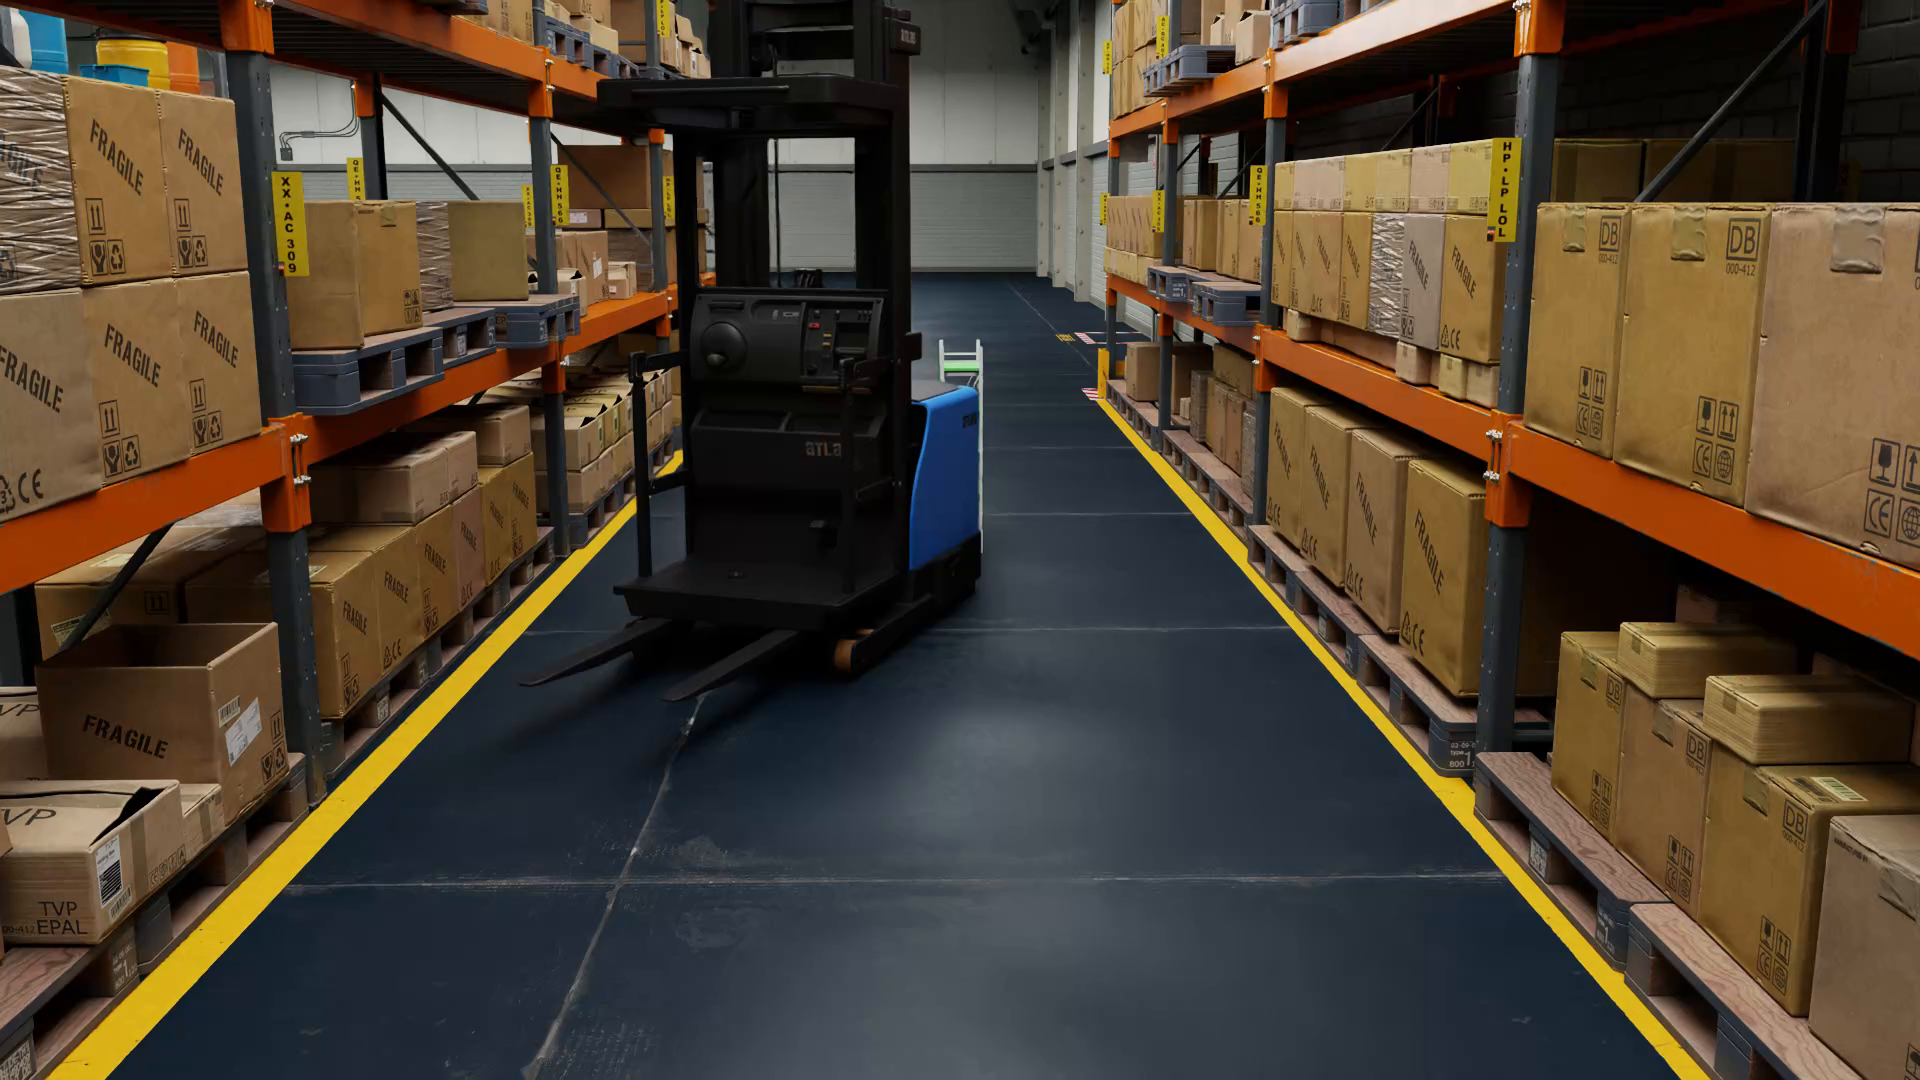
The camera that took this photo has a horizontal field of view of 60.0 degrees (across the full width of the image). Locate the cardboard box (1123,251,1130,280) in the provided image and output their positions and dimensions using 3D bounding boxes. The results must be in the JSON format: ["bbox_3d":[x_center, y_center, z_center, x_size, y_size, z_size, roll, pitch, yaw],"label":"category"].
[{"bbox_3d":[1.767,-2.512,15.225,0.500,0.250,0.500,0,11,-1],"label":"cardboard box"}]

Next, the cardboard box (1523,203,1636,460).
[{"bbox_3d":[2.279,-0.633,4.881,0.980,0.700,0.700,0,11,0],"label":"cardboard box"}]

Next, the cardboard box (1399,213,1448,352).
[{"bbox_3d":[2.002,-0.991,6.348,0.500,0.500,0.500,0,11,-1],"label":"cardboard box"}]

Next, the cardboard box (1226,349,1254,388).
[{"bbox_3d":[2.178,-1.205,11.749,0.500,0.250,0.500,-1,11,-3],"label":"cardboard box"}]

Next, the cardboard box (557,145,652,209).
[{"bbox_3d":[-2.849,-2.936,13.473,0.700,0.500,0.500,0,11,-1],"label":"cardboard box"}]

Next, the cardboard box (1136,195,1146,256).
[{"bbox_3d":[1.784,-2.680,14.165,0.500,0.500,0.500,0,11,-1],"label":"cardboard box"}]

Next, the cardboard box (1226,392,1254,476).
[{"bbox_3d":[2.201,-0.724,11.264,0.700,0.500,0.500,0,11,-1],"label":"cardboard box"}]

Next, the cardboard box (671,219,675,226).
[{"bbox_3d":[-2.668,-2.787,14.371,0.380,0.149,0.250,-1,11,-3],"label":"cardboard box"}]

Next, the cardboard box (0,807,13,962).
[{"bbox_3d":[-2.625,0.808,3.702,0.797,0.503,0.637,0,11,-1],"label":"cardboard box"}]

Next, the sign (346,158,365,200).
[{"bbox_3d":[-3.306,-1.932,9.128,0.100,0.325,0.005,0,11,-1],"label":"sign"}]

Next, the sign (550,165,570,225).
[{"bbox_3d":[-2.209,-1.901,9.171,0.100,0.325,0.005,0,11,-1],"label":"sign"}]

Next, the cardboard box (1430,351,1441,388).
[{"bbox_3d":[2.005,-0.648,6.292,0.380,0.149,0.250,0,11,1],"label":"cardboard box"}]

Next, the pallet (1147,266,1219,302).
[{"bbox_3d":[1.989,-1.938,12.548,1.003,0.211,1.213,0,11,-1],"label":"pallet"}]

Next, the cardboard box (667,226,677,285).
[{"bbox_3d":[-2.873,-2.505,14.610,0.700,0.500,0.500,0,11,0],"label":"cardboard box"}]

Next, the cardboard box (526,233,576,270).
[{"bbox_3d":[-2.802,-1.750,10.891,0.500,0.500,0.500,-1,11,-4],"label":"cardboard box"}]

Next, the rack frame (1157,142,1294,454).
[{"bbox_3d":[2.119,-2.184,13.281,1.000,3.000,0.127,0,11,-1],"label":"rack frame"}]

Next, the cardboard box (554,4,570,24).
[{"bbox_3d":[-2.856,-3.385,10.977,0.500,0.250,0.500,-1,12,-6],"label":"cardboard box"}]

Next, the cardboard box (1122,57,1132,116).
[{"bbox_3d":[1.783,-4.231,15.522,0.500,0.500,0.500,0,11,1],"label":"cardboard box"}]

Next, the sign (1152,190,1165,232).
[{"bbox_3d":[1.576,-2.605,13.176,0.100,0.325,0.005,0,11,-1],"label":"sign"}]

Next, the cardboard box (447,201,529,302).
[{"bbox_3d":[-2.625,-1.498,8.591,0.700,0.500,0.500,-4,12,-20],"label":"cardboard box"}]

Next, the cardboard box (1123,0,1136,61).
[{"bbox_3d":[1.783,-4.719,15.414,0.500,0.500,0.500,0,11,0],"label":"cardboard box"}]

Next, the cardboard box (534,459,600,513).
[{"bbox_3d":[-2.468,-0.332,10.008,0.500,0.250,0.500,0,11,-1],"label":"cardboard box"}]

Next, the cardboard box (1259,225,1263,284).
[{"bbox_3d":[2.182,-1.747,9.768,0.700,0.500,0.500,-2,12,-8],"label":"cardboard box"}]

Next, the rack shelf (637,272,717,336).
[{"bbox_3d":[-2.875,-2.208,15.208,1.077,0.370,4.000,0,11,-1],"label":"rack shelf"}]

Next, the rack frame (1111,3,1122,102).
[{"bbox_3d":[2.036,-5.919,16.604,1.000,3.000,0.127,0,11,-1],"label":"rack frame"}]

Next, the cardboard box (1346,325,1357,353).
[{"bbox_3d":[2.031,-0.954,7.797,0.380,0.149,0.250,0,11,0],"label":"cardboard box"}]

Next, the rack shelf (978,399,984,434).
[{"bbox_3d":[0.003,-0.728,9.743,0.258,0.148,0.480,0,11,-1],"label":"rack shelf"}]

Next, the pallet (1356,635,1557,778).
[{"bbox_3d":[2.193,0.620,6.474,1.003,0.211,1.213,0,11,-1],"label":"pallet"}]

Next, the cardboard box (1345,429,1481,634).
[{"bbox_3d":[2.119,-0.052,7.119,0.750,0.750,0.750,0,11,1],"label":"cardboard box"}]

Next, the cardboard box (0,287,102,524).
[{"bbox_3d":[-2.377,-0.319,3.835,0.500,0.500,0.500,0,11,0],"label":"cardboard box"}]

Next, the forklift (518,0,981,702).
[{"bbox_3d":[-0.855,-0.938,7.312,1.130,2.935,3.031,4,12,19],"label":"forklift"}]

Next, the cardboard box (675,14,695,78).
[{"bbox_3d":[-2.742,-4.286,14.429,0.797,0.503,0.637,1,12,5],"label":"cardboard box"}]

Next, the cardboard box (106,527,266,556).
[{"bbox_3d":[-2.967,0.241,6.505,0.500,0.500,0.500,0,11,-1],"label":"cardboard box"}]

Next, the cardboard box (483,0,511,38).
[{"bbox_3d":[-2.698,-2.699,8.023,0.910,0.500,0.500,0,11,-1],"label":"cardboard box"}]

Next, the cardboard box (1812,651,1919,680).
[{"bbox_3d":[2.412,0.384,4.221,0.380,0.149,0.250,-1,11,-3],"label":"cardboard box"}]

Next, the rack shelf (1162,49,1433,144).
[{"bbox_3d":[2.160,-2.904,11.095,1.077,0.370,4.000,0,11,-1],"label":"rack shelf"}]

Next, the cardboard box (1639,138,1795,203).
[{"bbox_3d":[2.535,-1.259,5.782,0.500,0.250,0.500,0,11,1],"label":"cardboard box"}]

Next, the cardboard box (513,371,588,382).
[{"bbox_3d":[-3.069,-1.113,12.452,0.500,0.311,0.500,0,11,-2],"label":"cardboard box"}]

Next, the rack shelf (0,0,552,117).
[{"bbox_3d":[-2.710,-2.088,7.071,1.077,0.370,4.000,0,11,-1],"label":"rack shelf"}]

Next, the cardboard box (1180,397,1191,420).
[{"bbox_3d":[2.078,-1.117,14.042,0.380,0.166,0.250,-2,12,-9],"label":"cardboard box"}]

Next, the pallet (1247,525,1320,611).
[{"bbox_3d":[2.142,0.135,8.865,1.003,0.211,1.213,0,11,-1],"label":"pallet"}]

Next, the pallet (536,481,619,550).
[{"bbox_3d":[-2.729,-0.165,10.342,1.003,0.211,1.213,0,11,-1],"label":"pallet"}]

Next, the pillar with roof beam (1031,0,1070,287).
[{"bbox_3d":[-1.885,-10.537,39.364,9.100,9.000,0.548,0,11,-1],"label":"pillar with roof beam"}]

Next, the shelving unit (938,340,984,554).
[{"bbox_3d":[0.003,-0.555,9.778,0.258,1.200,0.503,0,11,-1],"label":"shelving unit"}]

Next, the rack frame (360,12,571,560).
[{"bbox_3d":[-2.751,-1.368,9.258,1.000,3.000,0.127,0,11,-1],"label":"rack frame"}]

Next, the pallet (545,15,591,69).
[{"bbox_3d":[-2.855,-2.880,9.641,1.213,0.211,1.003,0,11,1],"label":"pallet"}]

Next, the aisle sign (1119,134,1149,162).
[{"bbox_3d":[1.735,-4.266,17.006,0.394,0.787,0.004,0,11,-1],"label":"aisle sign"}]

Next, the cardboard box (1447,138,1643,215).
[{"bbox_3d":[2.019,-1.258,5.779,0.500,0.250,0.500,0,11,0],"label":"cardboard box"}]

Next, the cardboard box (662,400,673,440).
[{"bbox_3d":[-2.535,-0.940,13.008,0.500,0.250,0.500,0,11,-2],"label":"cardboard box"}]

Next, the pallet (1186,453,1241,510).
[{"bbox_3d":[2.164,-0.420,11.597,1.003,0.211,1.213,0,11,-1],"label":"pallet"}]

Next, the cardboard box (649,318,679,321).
[{"bbox_3d":[-2.564,-1.780,15.264,0.500,0.500,0.500,0,11,-1],"label":"cardboard box"}]

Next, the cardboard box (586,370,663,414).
[{"bbox_3d":[-2.522,-1.113,12.452,0.500,0.311,0.500,0,11,0],"label":"cardboard box"}]

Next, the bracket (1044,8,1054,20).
[{"bbox_3d":[2.073,-12.235,38.679,0.235,0.232,0.430,0,11,-1],"label":"bracket"}]

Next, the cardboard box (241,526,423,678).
[{"bbox_3d":[-2.457,0.233,6.544,0.500,0.500,0.500,0,11,0],"label":"cardboard box"}]
